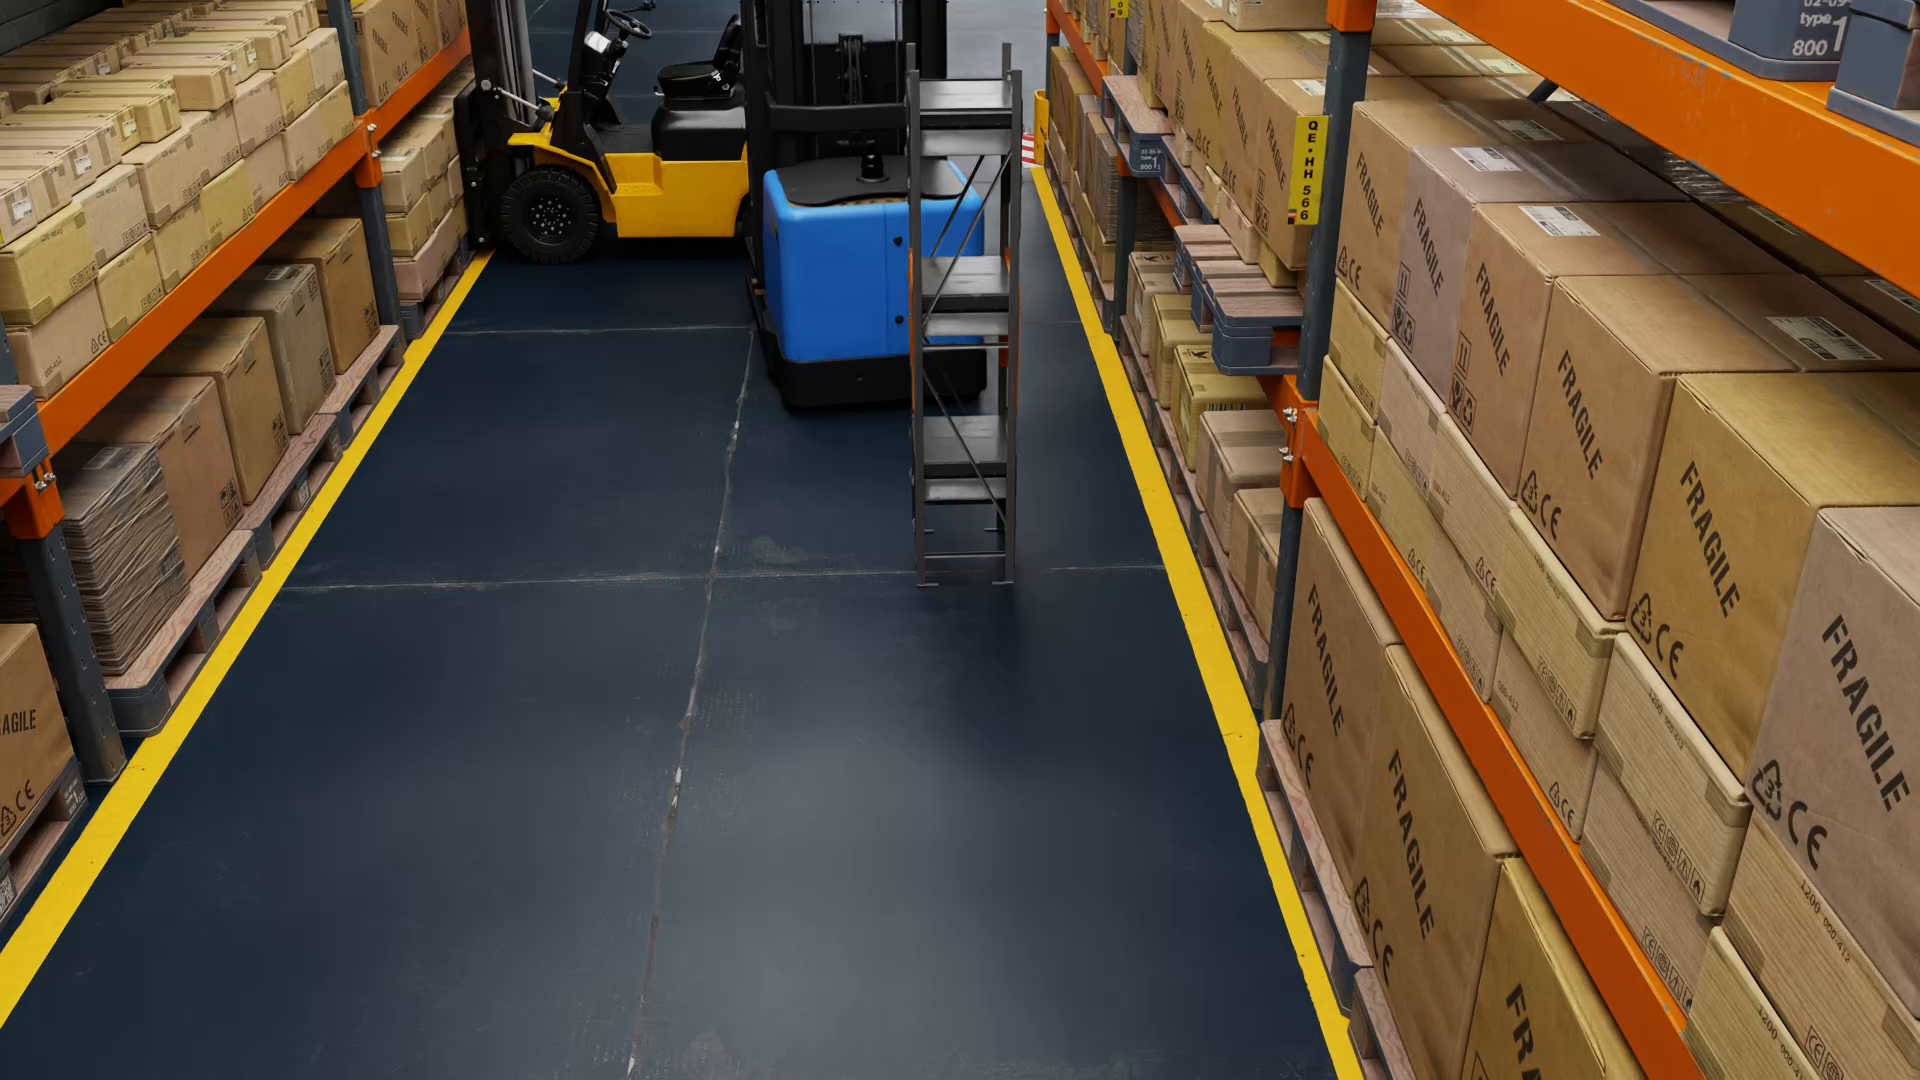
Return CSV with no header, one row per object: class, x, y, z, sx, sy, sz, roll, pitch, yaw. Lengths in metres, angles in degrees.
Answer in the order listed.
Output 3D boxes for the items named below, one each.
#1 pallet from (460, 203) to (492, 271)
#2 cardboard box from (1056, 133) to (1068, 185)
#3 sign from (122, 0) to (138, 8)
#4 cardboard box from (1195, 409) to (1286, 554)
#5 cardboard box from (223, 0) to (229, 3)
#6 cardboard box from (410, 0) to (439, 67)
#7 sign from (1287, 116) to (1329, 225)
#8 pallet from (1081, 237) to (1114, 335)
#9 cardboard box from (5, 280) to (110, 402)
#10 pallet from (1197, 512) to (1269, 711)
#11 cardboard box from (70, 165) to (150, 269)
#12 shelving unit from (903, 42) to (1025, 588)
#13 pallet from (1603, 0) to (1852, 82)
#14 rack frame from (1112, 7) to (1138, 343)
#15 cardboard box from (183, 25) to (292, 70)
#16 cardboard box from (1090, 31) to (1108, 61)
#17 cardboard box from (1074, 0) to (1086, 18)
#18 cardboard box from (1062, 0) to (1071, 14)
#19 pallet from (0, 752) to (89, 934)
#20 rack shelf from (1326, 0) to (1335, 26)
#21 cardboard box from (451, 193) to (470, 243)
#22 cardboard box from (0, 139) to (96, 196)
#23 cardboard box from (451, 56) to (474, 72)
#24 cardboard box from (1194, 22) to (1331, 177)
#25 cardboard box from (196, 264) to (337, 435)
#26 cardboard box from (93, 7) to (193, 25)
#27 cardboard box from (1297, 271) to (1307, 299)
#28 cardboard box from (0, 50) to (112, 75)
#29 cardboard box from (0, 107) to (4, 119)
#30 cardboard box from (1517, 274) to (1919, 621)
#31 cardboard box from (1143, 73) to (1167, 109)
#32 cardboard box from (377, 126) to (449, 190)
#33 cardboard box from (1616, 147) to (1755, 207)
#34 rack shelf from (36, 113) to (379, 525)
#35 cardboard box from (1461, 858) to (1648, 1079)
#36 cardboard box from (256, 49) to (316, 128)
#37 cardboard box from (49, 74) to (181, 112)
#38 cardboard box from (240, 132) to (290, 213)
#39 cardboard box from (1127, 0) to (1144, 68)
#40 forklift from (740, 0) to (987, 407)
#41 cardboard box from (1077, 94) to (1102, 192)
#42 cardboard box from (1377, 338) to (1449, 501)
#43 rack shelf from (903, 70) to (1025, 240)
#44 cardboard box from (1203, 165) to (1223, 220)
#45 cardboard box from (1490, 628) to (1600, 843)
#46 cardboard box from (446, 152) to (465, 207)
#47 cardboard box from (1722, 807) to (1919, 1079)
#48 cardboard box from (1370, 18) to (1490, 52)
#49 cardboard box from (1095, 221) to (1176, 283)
pallet,-3.654,-2.058,10.967,1.003,0.211,1.213,-1,28,-3
cardboard box,0.945,-2.682,11.668,0.500,0.250,0.500,0,28,-1
sign,-4.142,-2.766,8.288,0.100,0.325,0.005,-1,28,-3
cardboard box,1.512,-0.258,6.889,0.950,0.372,0.625,-2,28,-4
cardboard box,-3.861,-2.835,8.633,0.380,0.149,0.250,-2,28,-3
cardboard box,-3.422,-3.091,9.824,0.500,0.500,0.500,-2,28,-3
sign,1.036,-1.096,4.942,0.100,0.325,0.005,-1,28,-3
pallet,1.298,-1.556,10.004,1.003,0.211,1.213,-1,28,-3
cardboard box,-3.158,-0.658,5.430,0.500,0.250,0.500,-1,28,-2
pallet,1.538,0.240,6.561,1.003,0.211,1.213,-1,28,-3
cardboard box,-3.183,-1.111,5.758,0.500,0.250,0.500,-1,28,-1
shelving unit,0.009,-0.855,6.618,0.431,2.100,0.503,-1,28,-3
pallet,1.726,-1.069,3.017,1.003,0.211,1.213,0,28,0
rack frame,1.369,-2.483,8.766,1.000,3.000,0.127,-1,28,-3
cardboard box,-3.210,-2.189,7.394,0.380,0.149,0.250,-2,28,-4
cardboard box,0.991,-2.981,9.994,0.380,0.149,0.250,-2,28,-3
cardboard box,1.000,-3.572,10.425,0.500,0.500,0.500,-2,28,-4
cardboard box,0.899,-3.698,11.368,0.380,0.149,0.250,-1,28,-2
pallet,-3.378,1.068,4.974,1.003,0.211,1.213,-1,28,-3
rack shelf,1.473,-2.570,6.468,1.077,0.370,4.000,-1,28,-3
cardboard box,-3.367,-2.031,10.419,0.500,0.250,0.500,-1,28,-2
cardboard box,-3.156,-1.241,5.577,0.380,0.149,0.250,-1,28,-1
cardboard box,-3.429,-3.178,11.537,0.500,0.250,0.500,-1,28,-2
cardboard box,1.211,-1.673,6.329,0.500,0.500,0.500,-3,28,-6
cardboard box,-3.517,-0.895,7.836,0.875,0.625,0.625,-2,28,-3
cardboard box,-3.822,-2.400,7.799,0.380,0.149,0.250,-2,28,-4
cardboard box,1.326,-0.856,5.465,0.380,0.149,0.250,0,28,-1
cardboard box,-3.770,-1.935,6.908,0.380,0.149,0.250,-2,28,-3
cardboard box,-3.694,-1.465,6.005,0.380,0.149,0.250,-2,28,-3
cardboard box,1.429,-0.188,3.178,0.500,0.500,0.500,-1,28,-2
cardboard box,1.086,-2.179,8.002,0.380,0.149,0.250,-1,28,-2
cardboard box,-3.316,-2.239,9.737,0.500,0.250,0.500,-1,28,-3
cardboard box,1.901,-0.654,4.071,0.500,0.500,0.500,-1,28,-2
rack shelf,-3.483,-1.118,6.929,1.077,0.370,4.000,-1,28,-3
cardboard box,1.619,1.266,3.422,0.875,0.875,0.875,-1,28,-1
cardboard box,-3.273,-2.058,7.574,0.500,0.250,0.500,-2,28,-4
cardboard box,-3.290,-1.714,6.482,0.380,0.149,0.250,-1,28,-3
cardboard box,-3.273,-1.606,7.248,0.500,0.250,0.500,-1,28,-2
cardboard box,1.107,-2.622,8.149,0.500,0.500,0.500,-1,28,-1
forklift,-0.661,-2.633,9.128,1.130,2.935,3.031,-5,28,-10
cardboard box,1.014,-2.519,10.545,0.500,0.500,0.500,0,28,0
cardboard box,1.383,-0.312,4.226,0.500,0.250,0.500,-1,28,-1
rack shelf,0.009,-1.463,6.300,0.431,0.518,0.480,-1,28,-3
cardboard box,1.148,-1.336,6.386,0.380,0.149,0.250,-1,28,-2
cardboard box,1.447,0.370,3.459,0.500,0.250,0.500,-1,28,-3
cardboard box,-3.348,-2.246,10.291,0.500,0.250,0.500,-2,28,-3
cardboard box,1.487,0.628,2.423,0.500,0.250,0.500,-1,28,-1
cardboard box,1.717,-1.697,6.376,0.500,0.500,0.500,-1,28,-2
cardboard box,1.070,-1.716,9.816,0.500,0.250,0.500,0,28,0
